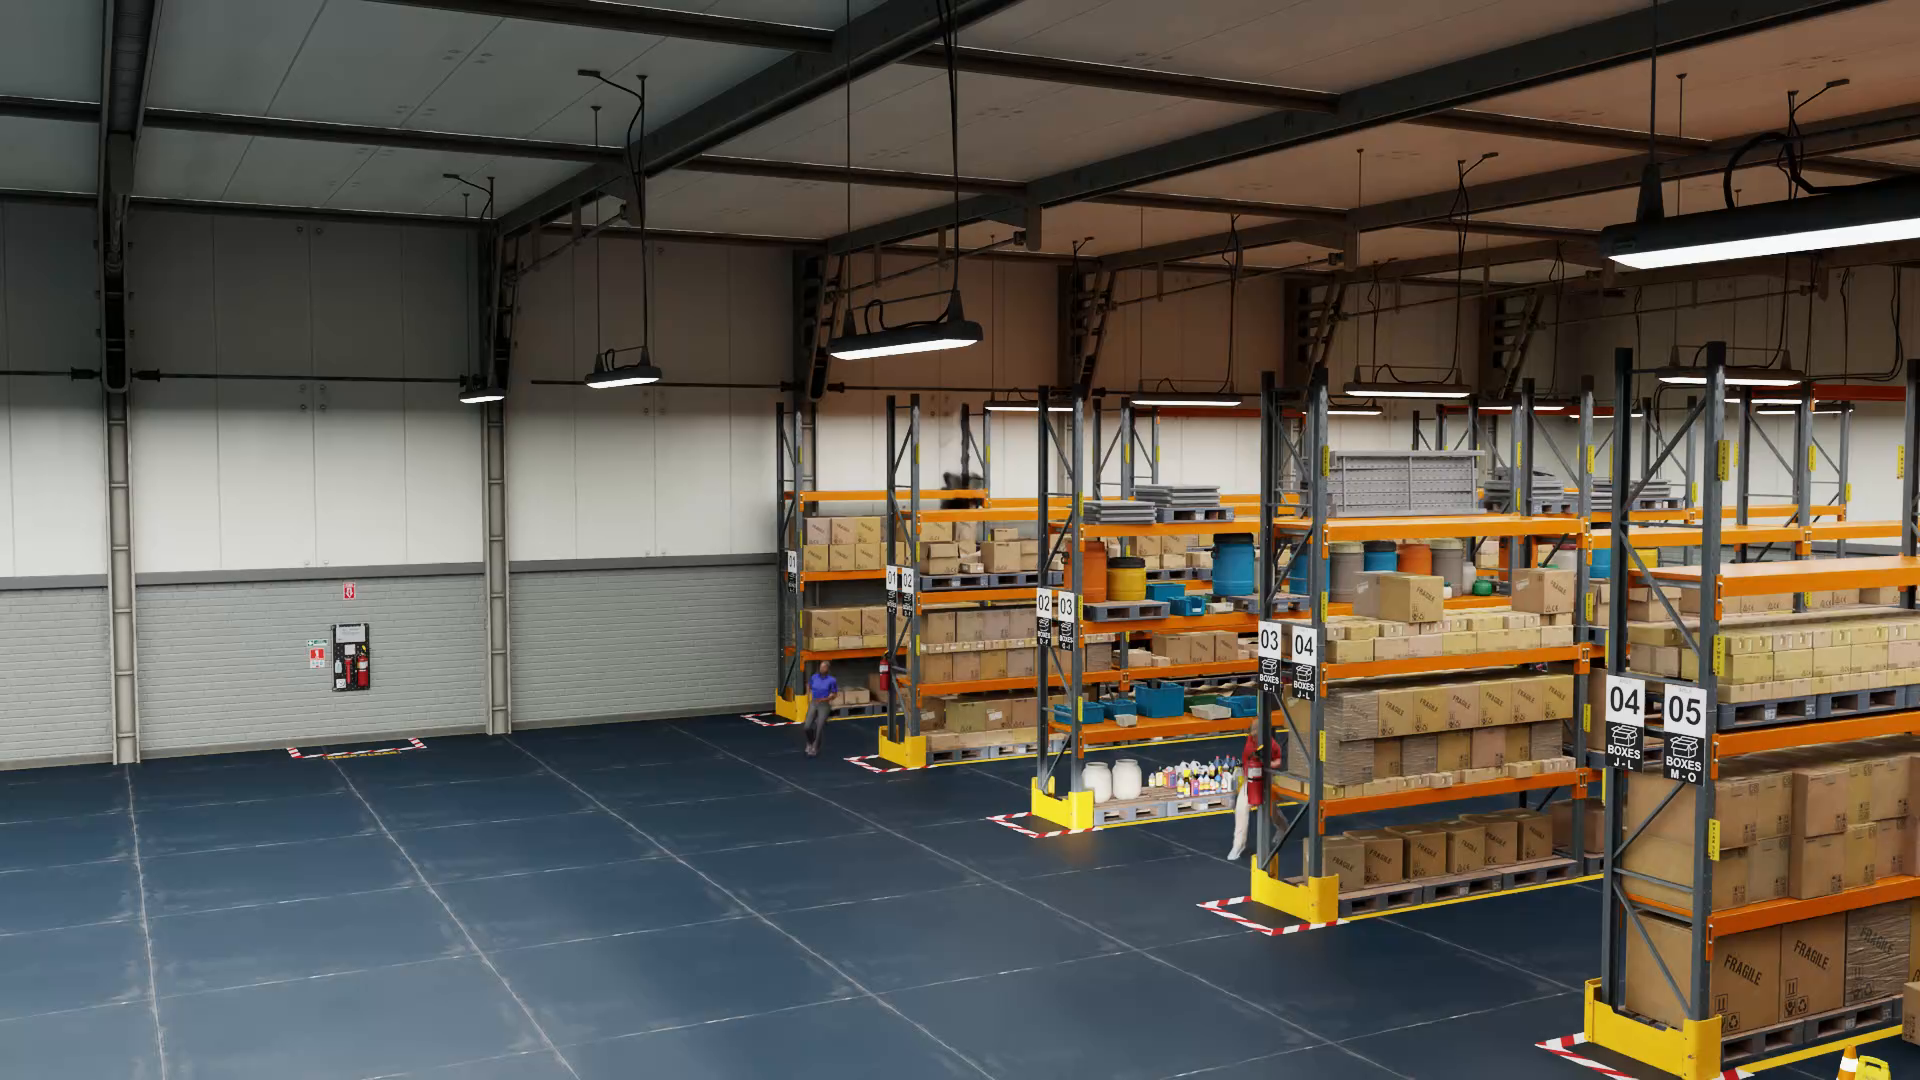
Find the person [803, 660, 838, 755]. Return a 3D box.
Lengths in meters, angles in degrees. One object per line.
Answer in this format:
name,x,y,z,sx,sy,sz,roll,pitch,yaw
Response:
person,-2.315,2.838,27.569,0.617,1.524,0.558,1,3,13

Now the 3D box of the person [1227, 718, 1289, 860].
person,3.828,3.132,21.043,0.625,1.771,1.050,3,4,43
